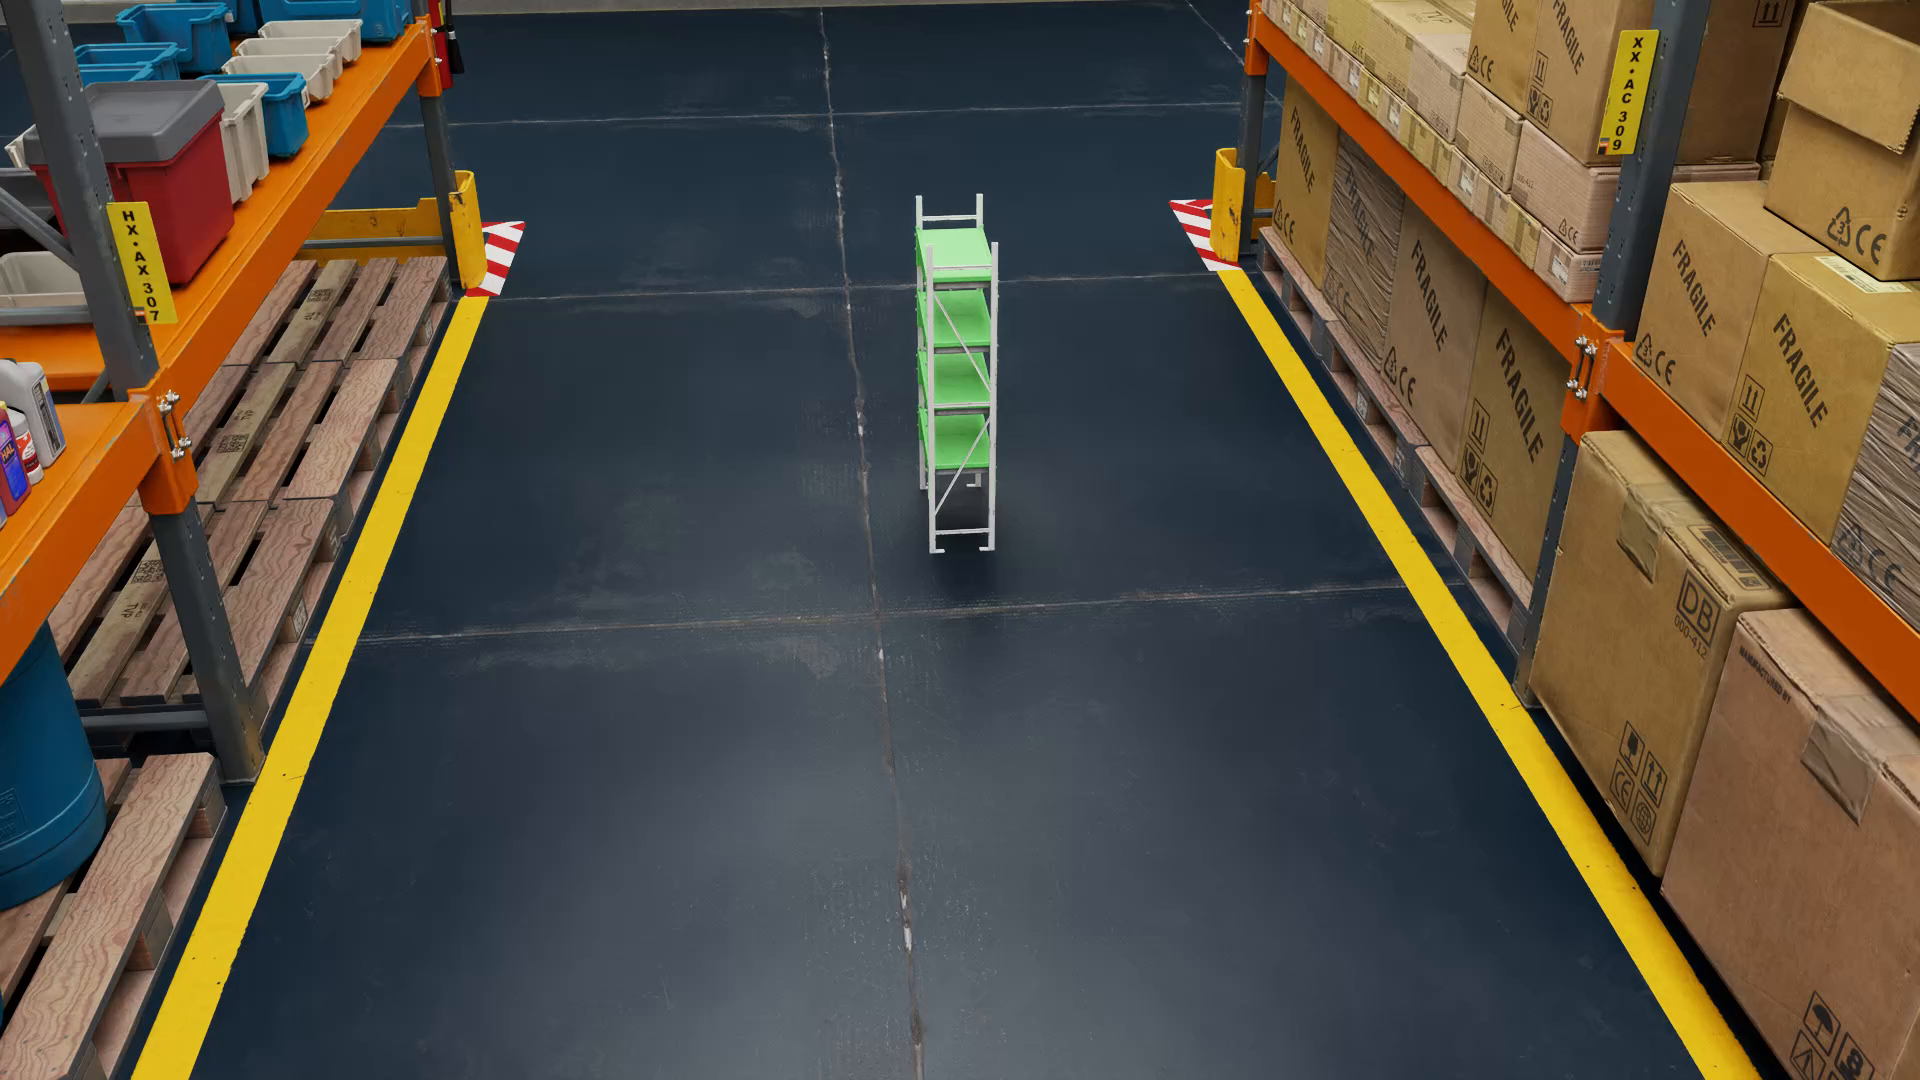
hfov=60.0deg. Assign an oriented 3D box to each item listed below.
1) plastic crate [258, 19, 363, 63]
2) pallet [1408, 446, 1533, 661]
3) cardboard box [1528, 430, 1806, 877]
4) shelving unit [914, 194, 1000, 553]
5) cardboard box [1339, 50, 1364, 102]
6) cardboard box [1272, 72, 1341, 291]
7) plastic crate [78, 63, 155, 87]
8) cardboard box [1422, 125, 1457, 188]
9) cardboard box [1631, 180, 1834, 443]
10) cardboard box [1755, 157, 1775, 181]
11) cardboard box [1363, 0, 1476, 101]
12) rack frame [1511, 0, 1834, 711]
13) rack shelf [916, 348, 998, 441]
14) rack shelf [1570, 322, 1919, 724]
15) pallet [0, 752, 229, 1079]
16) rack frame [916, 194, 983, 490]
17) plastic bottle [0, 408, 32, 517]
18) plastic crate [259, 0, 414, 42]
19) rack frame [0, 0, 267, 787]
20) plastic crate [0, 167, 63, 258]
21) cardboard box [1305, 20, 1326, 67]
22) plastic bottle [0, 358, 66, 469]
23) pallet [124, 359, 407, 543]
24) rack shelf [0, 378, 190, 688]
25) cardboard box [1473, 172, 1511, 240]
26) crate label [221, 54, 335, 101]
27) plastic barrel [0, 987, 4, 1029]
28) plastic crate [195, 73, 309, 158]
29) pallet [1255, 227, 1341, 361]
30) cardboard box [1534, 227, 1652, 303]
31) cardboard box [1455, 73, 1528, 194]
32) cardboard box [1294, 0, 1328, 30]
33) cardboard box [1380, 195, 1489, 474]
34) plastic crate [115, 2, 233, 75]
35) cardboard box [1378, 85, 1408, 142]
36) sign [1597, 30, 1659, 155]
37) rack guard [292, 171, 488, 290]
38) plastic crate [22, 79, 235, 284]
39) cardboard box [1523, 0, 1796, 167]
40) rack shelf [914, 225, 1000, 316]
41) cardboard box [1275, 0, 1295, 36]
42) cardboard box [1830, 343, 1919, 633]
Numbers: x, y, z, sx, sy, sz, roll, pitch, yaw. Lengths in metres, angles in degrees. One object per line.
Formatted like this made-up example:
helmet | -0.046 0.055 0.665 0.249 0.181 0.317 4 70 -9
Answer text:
plastic crate | -2.744 -2.104 7.046 0.396 0.136 0.243 -3 31 -5
pallet | 2.312 0.011 6.026 1.003 0.211 1.213 -3 31 -5
cardboard box | 2.384 0.263 4.546 1.225 0.875 0.875 -3 31 -4
shelving unit | -0.015 -0.600 6.084 0.258 1.200 0.503 -3 31 -5
cardboard box | 1.758 -1.875 6.709 0.380 0.149 0.250 -3 31 -5
cardboard box | 2.070 -1.782 7.970 0.875 0.875 0.875 -3 31 -5
plastic crate | -3.154 -1.586 6.085 0.416 0.233 0.300 -3 31 -5
cardboard box | 1.854 -1.352 5.833 0.380 0.149 0.250 -2 31 -4
cardboard box | 2.099 -0.590 4.216 0.500 0.500 0.500 -3 31 -4
cardboard box | 2.522 -1.110 5.039 0.500 0.250 0.500 -3 31 -5
cardboard box | 1.860 -1.854 6.285 0.500 0.250 0.500 -3 31 -6
rack frame | 2.305 -0.794 4.655 1.000 3.000 0.127 -3 31 -5
rack shelf | -0.015 -0.545 6.117 0.258 0.148 0.480 -3 31 -5
rack shelf | 2.492 0.536 3.130 1.077 0.370 4.000 -3 31 -5
pallet | -2.596 1.036 4.310 1.003 0.211 1.213 -3 31 -5
rack frame | -0.038 -0.724 6.292 0.240 1.200 0.015 -3 31 -5
plastic bottle | -2.201 -0.205 3.782 0.061 0.283 0.133 -3 31 -5
plastic crate | -2.783 -2.478 7.381 0.616 0.435 0.499 -3 31 -5
rack frame | -2.627 -0.557 4.257 1.000 3.000 0.127 -3 31 -5
plastic crate | -2.999 -1.023 5.248 0.437 0.125 0.590 -3 31 -5
cardboard box | 1.711 -2.137 7.147 0.380 0.149 0.250 -3 31 -5
plastic bottle | -2.268 -0.318 3.978 0.152 0.276 0.135 -3 31 -5
pallet | -2.851 -0.358 6.643 1.003 0.211 1.213 -3 31 -5
rack shelf | -2.440 0.773 2.732 1.077 0.370 4.000 -3 31 -5
cardboard box | 1.902 -1.089 5.393 0.380 0.149 0.250 -3 31 -5
crate label | -2.681 -1.814 6.561 0.396 0.136 0.243 -3 31 -5
plastic barrel | -2.526 0.804 3.616 0.600 0.901 0.708 -3 31 -5
plastic crate | -2.553 -1.517 5.969 0.416 0.233 0.300 -3 31 -5
pallet | 2.084 -1.235 8.112 1.003 0.211 1.213 -3 31 -5
cardboard box | 1.950 -0.826 4.953 0.380 0.149 0.250 -3 31 -4
cardboard box | 1.951 -1.335 5.415 0.500 0.250 0.500 -2 31 -3
cardboard box | 1.762 -2.377 7.160 0.500 0.250 0.500 -3 31 -5
cardboard box | 2.239 -0.863 6.432 0.875 0.875 0.875 -3 31 -5
plastic crate | -3.243 -2.075 6.904 0.416 0.233 0.300 -3 31 -5
cardboard box | 1.807 -1.613 6.269 0.380 0.149 0.250 -2 31 -4
sign | 1.752 -1.173 4.367 0.100 0.325 0.005 -3 31 -5
rack guard | -3.015 -1.538 8.337 1.175 0.500 0.348 -3 31 -5
plastic crate | -2.460 -1.078 5.009 0.402 0.464 0.583 -3 31 -5
cardboard box | 1.996 -1.401 4.796 0.500 0.500 0.500 -2 31 -3
rack shelf | -0.015 -0.957 5.870 0.258 0.148 0.480 -3 31 -5
cardboard box | 1.661 -2.401 7.589 0.380 0.149 0.250 -3 31 -5
cardboard box | 2.193 -0.078 3.358 0.500 0.500 0.500 -3 31 -6
